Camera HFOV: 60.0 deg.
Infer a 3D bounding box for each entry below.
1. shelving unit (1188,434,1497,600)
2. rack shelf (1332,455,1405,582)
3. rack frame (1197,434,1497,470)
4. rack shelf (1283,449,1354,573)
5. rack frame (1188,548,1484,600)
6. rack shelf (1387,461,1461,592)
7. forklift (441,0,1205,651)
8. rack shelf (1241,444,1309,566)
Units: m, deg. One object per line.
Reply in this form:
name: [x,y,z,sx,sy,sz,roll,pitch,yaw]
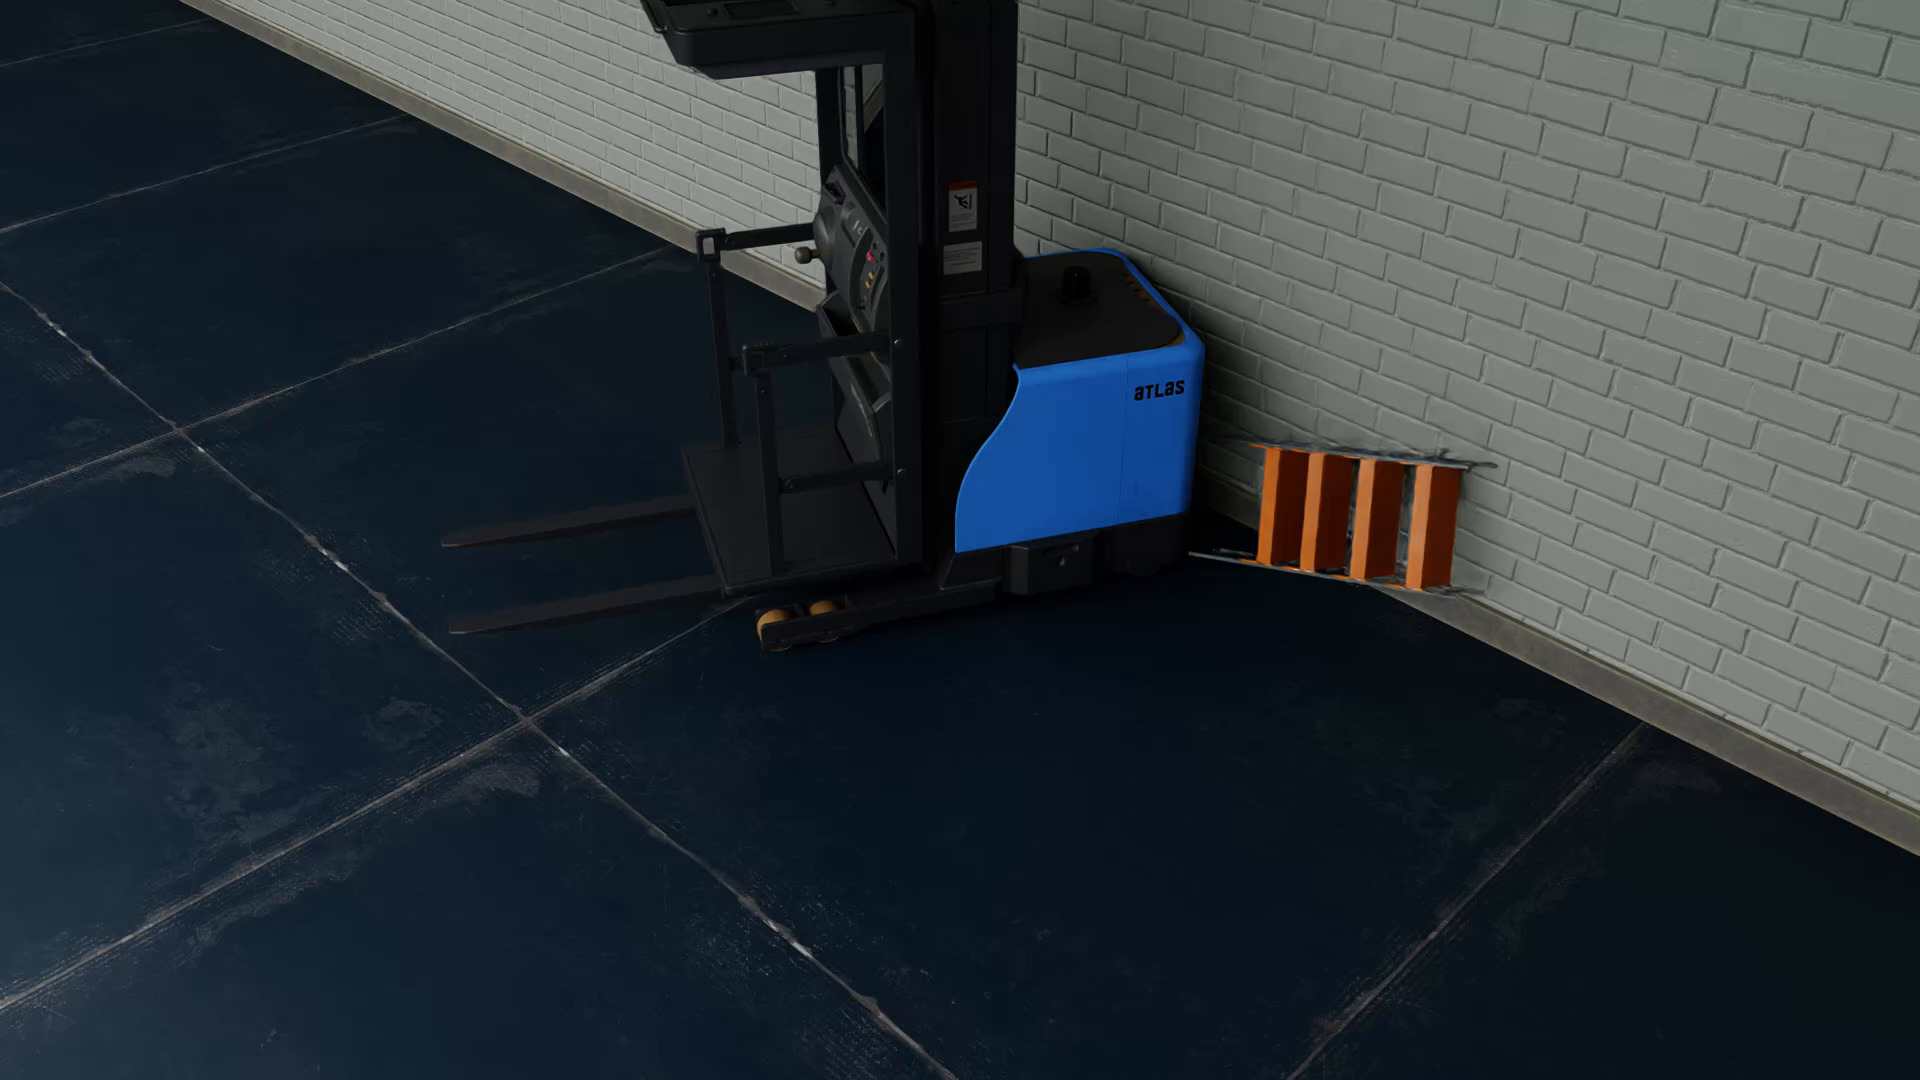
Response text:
shelving unit: [1.495,-0.113,6.633,1.200,0.503,0.258,10,10,41]
rack shelf: [1.610,-0.092,6.530,0.148,0.480,0.258,10,10,41]
rack frame: [1.509,-0.354,6.600,1.200,0.015,0.240,10,10,41]
rack shelf: [1.445,-0.122,6.678,0.148,0.480,0.258,10,10,41]
rack frame: [1.480,0.129,6.666,1.200,0.015,0.240,10,10,41]
rack shelf: [1.785,-0.060,6.373,0.148,0.480,0.258,10,10,41]
forklift: [-0.598,-1.098,6.262,3.031,2.935,1.130,-10,36,-14]
rack shelf: [1.299,-0.149,6.809,0.148,0.480,0.258,10,10,41]
